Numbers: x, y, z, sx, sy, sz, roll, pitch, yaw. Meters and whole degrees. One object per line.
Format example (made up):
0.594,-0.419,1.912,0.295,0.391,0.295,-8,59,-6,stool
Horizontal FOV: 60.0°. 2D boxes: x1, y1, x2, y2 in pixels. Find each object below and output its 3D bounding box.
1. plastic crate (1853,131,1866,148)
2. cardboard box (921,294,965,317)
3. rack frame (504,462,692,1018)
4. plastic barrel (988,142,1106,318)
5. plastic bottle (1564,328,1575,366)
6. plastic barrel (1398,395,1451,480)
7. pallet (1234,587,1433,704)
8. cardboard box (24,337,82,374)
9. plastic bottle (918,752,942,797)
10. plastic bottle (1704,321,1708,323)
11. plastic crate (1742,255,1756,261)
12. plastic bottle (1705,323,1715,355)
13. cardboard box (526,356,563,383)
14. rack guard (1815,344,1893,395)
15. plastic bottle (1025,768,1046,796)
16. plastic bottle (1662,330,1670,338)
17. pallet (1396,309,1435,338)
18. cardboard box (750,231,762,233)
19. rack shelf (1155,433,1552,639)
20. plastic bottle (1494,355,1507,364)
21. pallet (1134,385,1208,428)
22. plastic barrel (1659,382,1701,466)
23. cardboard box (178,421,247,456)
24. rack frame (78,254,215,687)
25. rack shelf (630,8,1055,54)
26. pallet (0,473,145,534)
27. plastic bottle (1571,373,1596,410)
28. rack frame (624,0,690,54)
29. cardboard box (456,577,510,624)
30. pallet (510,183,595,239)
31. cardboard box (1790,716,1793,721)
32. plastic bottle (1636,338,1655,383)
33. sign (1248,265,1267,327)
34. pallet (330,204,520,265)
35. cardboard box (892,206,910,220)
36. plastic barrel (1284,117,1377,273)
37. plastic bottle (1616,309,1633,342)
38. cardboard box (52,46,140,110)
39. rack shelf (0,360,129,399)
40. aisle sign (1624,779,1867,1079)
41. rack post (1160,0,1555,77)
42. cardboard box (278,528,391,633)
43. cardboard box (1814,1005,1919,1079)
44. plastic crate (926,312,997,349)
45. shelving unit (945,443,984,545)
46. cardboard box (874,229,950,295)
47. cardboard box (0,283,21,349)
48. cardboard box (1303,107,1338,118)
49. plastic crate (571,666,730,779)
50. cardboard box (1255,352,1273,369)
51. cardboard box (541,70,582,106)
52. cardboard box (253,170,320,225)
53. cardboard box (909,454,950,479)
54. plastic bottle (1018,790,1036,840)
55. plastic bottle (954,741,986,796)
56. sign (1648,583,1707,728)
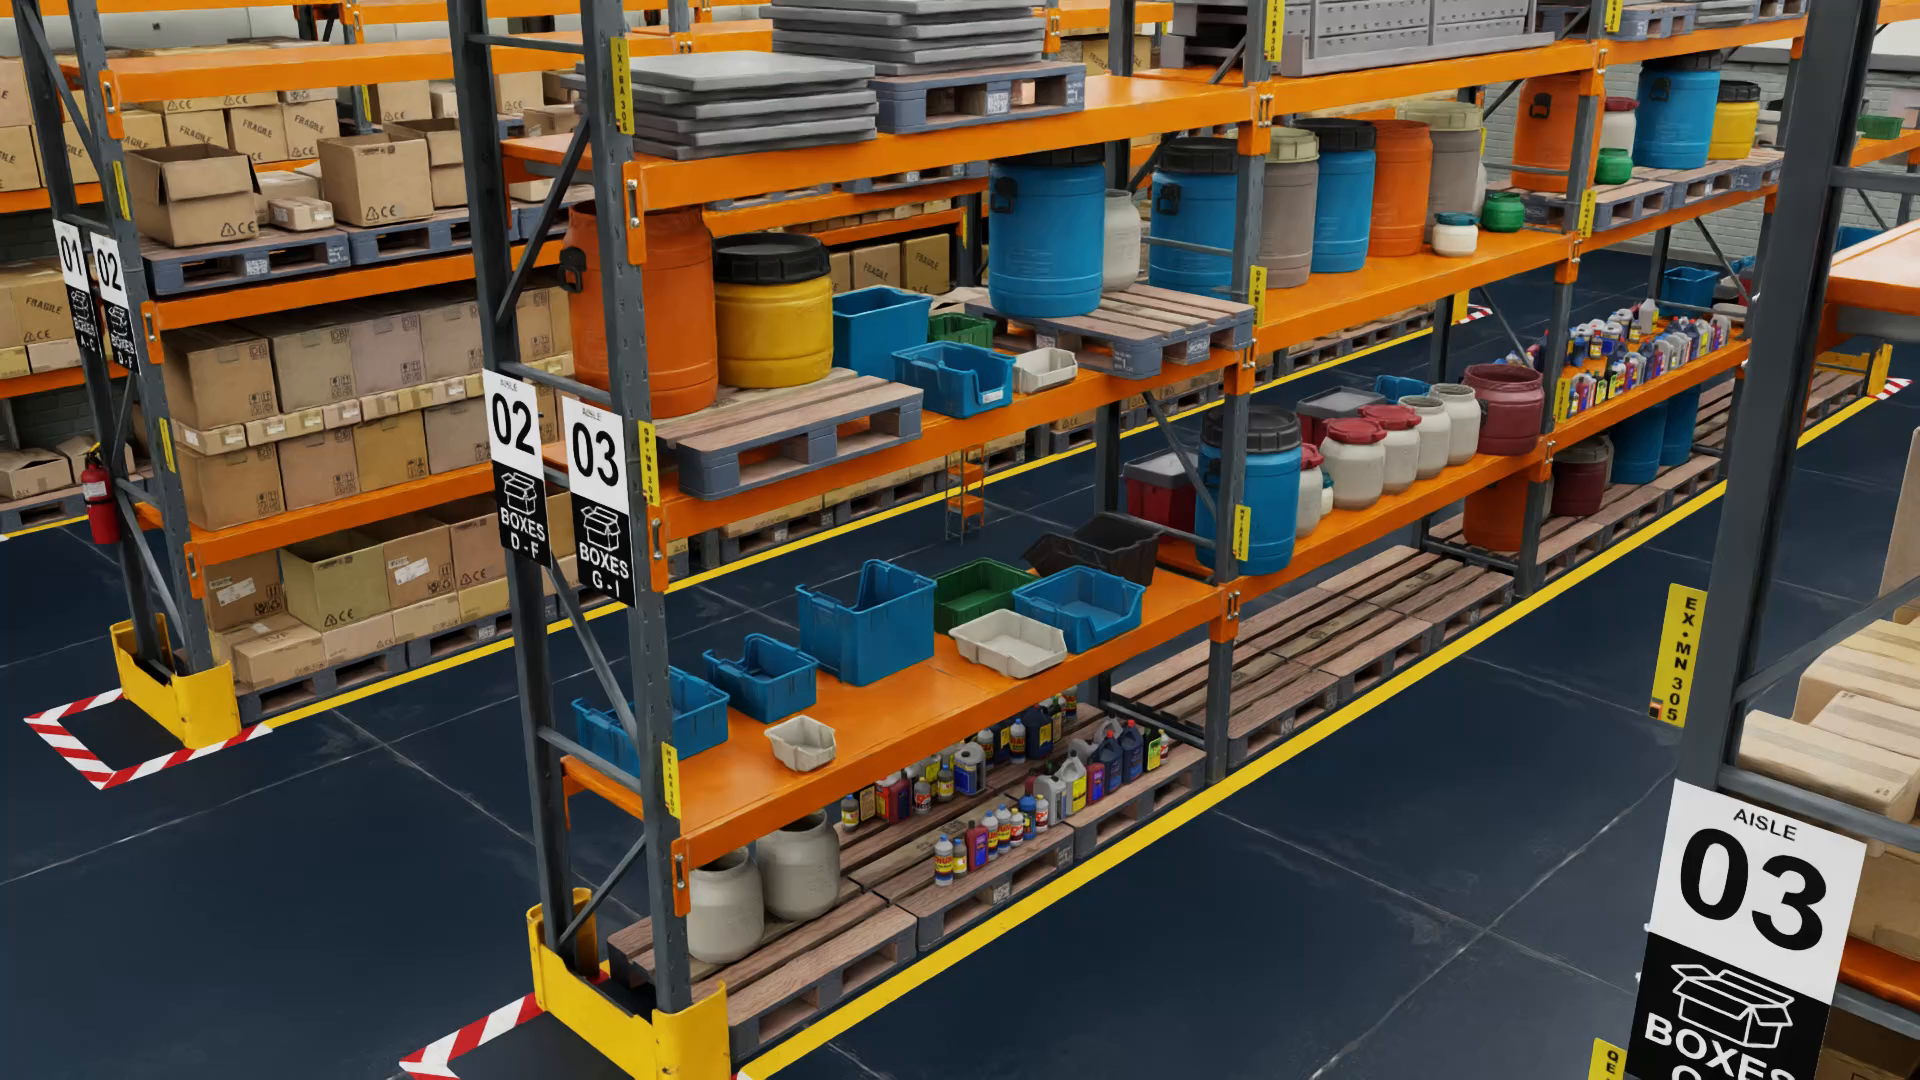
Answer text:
8.326,-3.821,15.883,0.437,0.136,0.530,19,28,41,plastic crate
-0.300,-2.098,15.339,0.500,0.311,0.500,19,28,40,cardboard box
-1.572,0.976,7.216,1.000,3.000,0.127,19,28,41,rack frame
0.447,-1.653,8.592,0.600,0.901,0.708,19,28,41,plastic barrel
5.146,-1.674,14.180,0.144,0.351,0.185,19,28,41,plastic bottle
3.150,-0.706,11.438,0.421,0.512,0.421,0,21,0,plastic barrel
2.590,0.723,11.762,1.003,0.211,1.213,19,28,41,pallet
-7.750,-1.626,14.167,0.500,0.250,0.500,18,28,39,cardboard box
-0.200,1.288,9.483,0.185,0.351,0.144,-19,28,-40,plastic bottle
6.654,-1.860,14.872,0.097,0.201,0.097,0,21,0,plastic bottle
8.263,-2.767,17.105,0.416,0.233,0.300,19,28,41,plastic crate
6.501,-1.775,14.546,0.152,0.276,0.135,19,28,41,plastic bottle
-3.075,-1.258,11.984,0.380,0.149,0.250,19,28,40,cardboard box
9.597,-1.980,18.390,1.175,0.500,0.348,19,28,41,rack guard
0.424,1.395,9.300,0.061,0.283,0.133,19,28,41,plastic bottle
6.047,-1.669,14.278,0.097,0.271,0.097,0,21,0,plastic bottle
5.435,-2.851,21.061,1.003,0.211,1.213,19,28,41,pallet
-2.512,-3.541,19.291,0.250,0.149,0.380,-20,29,-41,cardboard box
2.614,-0.231,11.358,1.077,0.370,4.000,19,28,41,rack shelf
4.376,-1.366,13.488,0.097,0.271,0.097,0,21,0,plastic bottle
1.861,-1.514,17.582,1.003,0.211,1.213,19,28,41,pallet
6.408,-1.190,15.190,0.600,0.901,0.708,19,28,41,plastic barrel
-4.690,-0.661,10.432,0.380,0.149,0.250,19,28,40,cardboard box
-5.118,-0.265,10.444,1.000,3.000,0.127,19,28,41,rack frame
-0.933,-4.085,13.581,1.077,0.370,4.000,19,28,41,rack shelf
-8.025,-0.422,14.739,1.003,0.211,1.213,19,28,41,pallet
4.865,-1.172,12.977,0.152,0.276,0.135,19,28,41,plastic bottle
-2.328,-4.093,12.043,1.000,3.000,0.127,19,28,41,rack frame
-3.537,0.355,12.078,0.500,0.250,0.500,19,28,41,cardboard box
-2.904,-2.426,12.010,1.003,0.211,1.213,19,28,41,pallet
2.477,0.569,4.304,0.500,0.250,0.500,19,28,41,cardboard box
5.624,-1.484,13.686,0.144,0.351,0.185,19,28,41,plastic bottle
1.605,-1.316,8.986,0.100,0.325,0.005,19,28,41,sign
-3.755,-2.114,11.198,1.003,0.211,1.213,19,28,41,pallet
-0.846,-4.114,20.781,0.380,0.149,0.250,19,28,41,cardboard box
2.330,-2.208,10.620,0.600,0.901,0.708,19,28,41,plastic barrel
5.948,-1.933,14.958,0.152,0.276,0.135,19,28,41,plastic bottle
-7.468,-3.994,14.406,0.500,0.500,0.500,19,28,41,cardboard box
-7.275,-1.682,15.134,1.077,0.370,4.000,19,28,41,rack shelf
1.719,0.943,3.679,0.394,0.787,0.004,19,28,41,aisle sign
2.531,-3.474,10.152,1.013,1.000,3.121,19,28,41,rack post
-4.237,0.261,11.277,0.500,0.500,0.500,19,28,41,cardboard box
2.183,1.360,4.269,0.500,0.500,0.500,19,28,41,cardboard box
-0.077,-1.016,8.513,0.336,0.188,0.450,19,28,41,plastic crate
0.037,-0.504,13.784,0.215,1.050,0.252,19,28,41,shelving unit
-0.659,-3.581,21.484,0.750,0.750,0.750,20,28,41,cardboard box
-8.122,-1.840,13.680,0.500,0.500,0.500,19,28,41,cardboard box
3.769,-4.743,18.123,0.500,0.250,0.500,19,28,41,cardboard box
-1.437,0.842,7.773,0.499,0.251,0.616,19,28,41,plastic crate
3.114,-2.189,18.323,0.500,0.500,0.500,19,28,40,cardboard box
-4.060,-4.708,17.651,0.637,0.503,0.797,-15,26,-35,cardboard box
-4.504,-2.218,10.774,0.500,0.250,0.500,19,28,41,cardboard box
-0.440,-0.776,15.020,0.500,0.250,0.500,-19,28,-41,cardboard box
0.366,1.490,9.068,0.097,0.271,0.097,0,21,0,plastic bottle
0.053,1.306,9.541,0.152,0.276,0.135,19,28,41,plastic bottle
1.593,0.258,3.669,0.100,0.325,0.005,19,28,41,sign
